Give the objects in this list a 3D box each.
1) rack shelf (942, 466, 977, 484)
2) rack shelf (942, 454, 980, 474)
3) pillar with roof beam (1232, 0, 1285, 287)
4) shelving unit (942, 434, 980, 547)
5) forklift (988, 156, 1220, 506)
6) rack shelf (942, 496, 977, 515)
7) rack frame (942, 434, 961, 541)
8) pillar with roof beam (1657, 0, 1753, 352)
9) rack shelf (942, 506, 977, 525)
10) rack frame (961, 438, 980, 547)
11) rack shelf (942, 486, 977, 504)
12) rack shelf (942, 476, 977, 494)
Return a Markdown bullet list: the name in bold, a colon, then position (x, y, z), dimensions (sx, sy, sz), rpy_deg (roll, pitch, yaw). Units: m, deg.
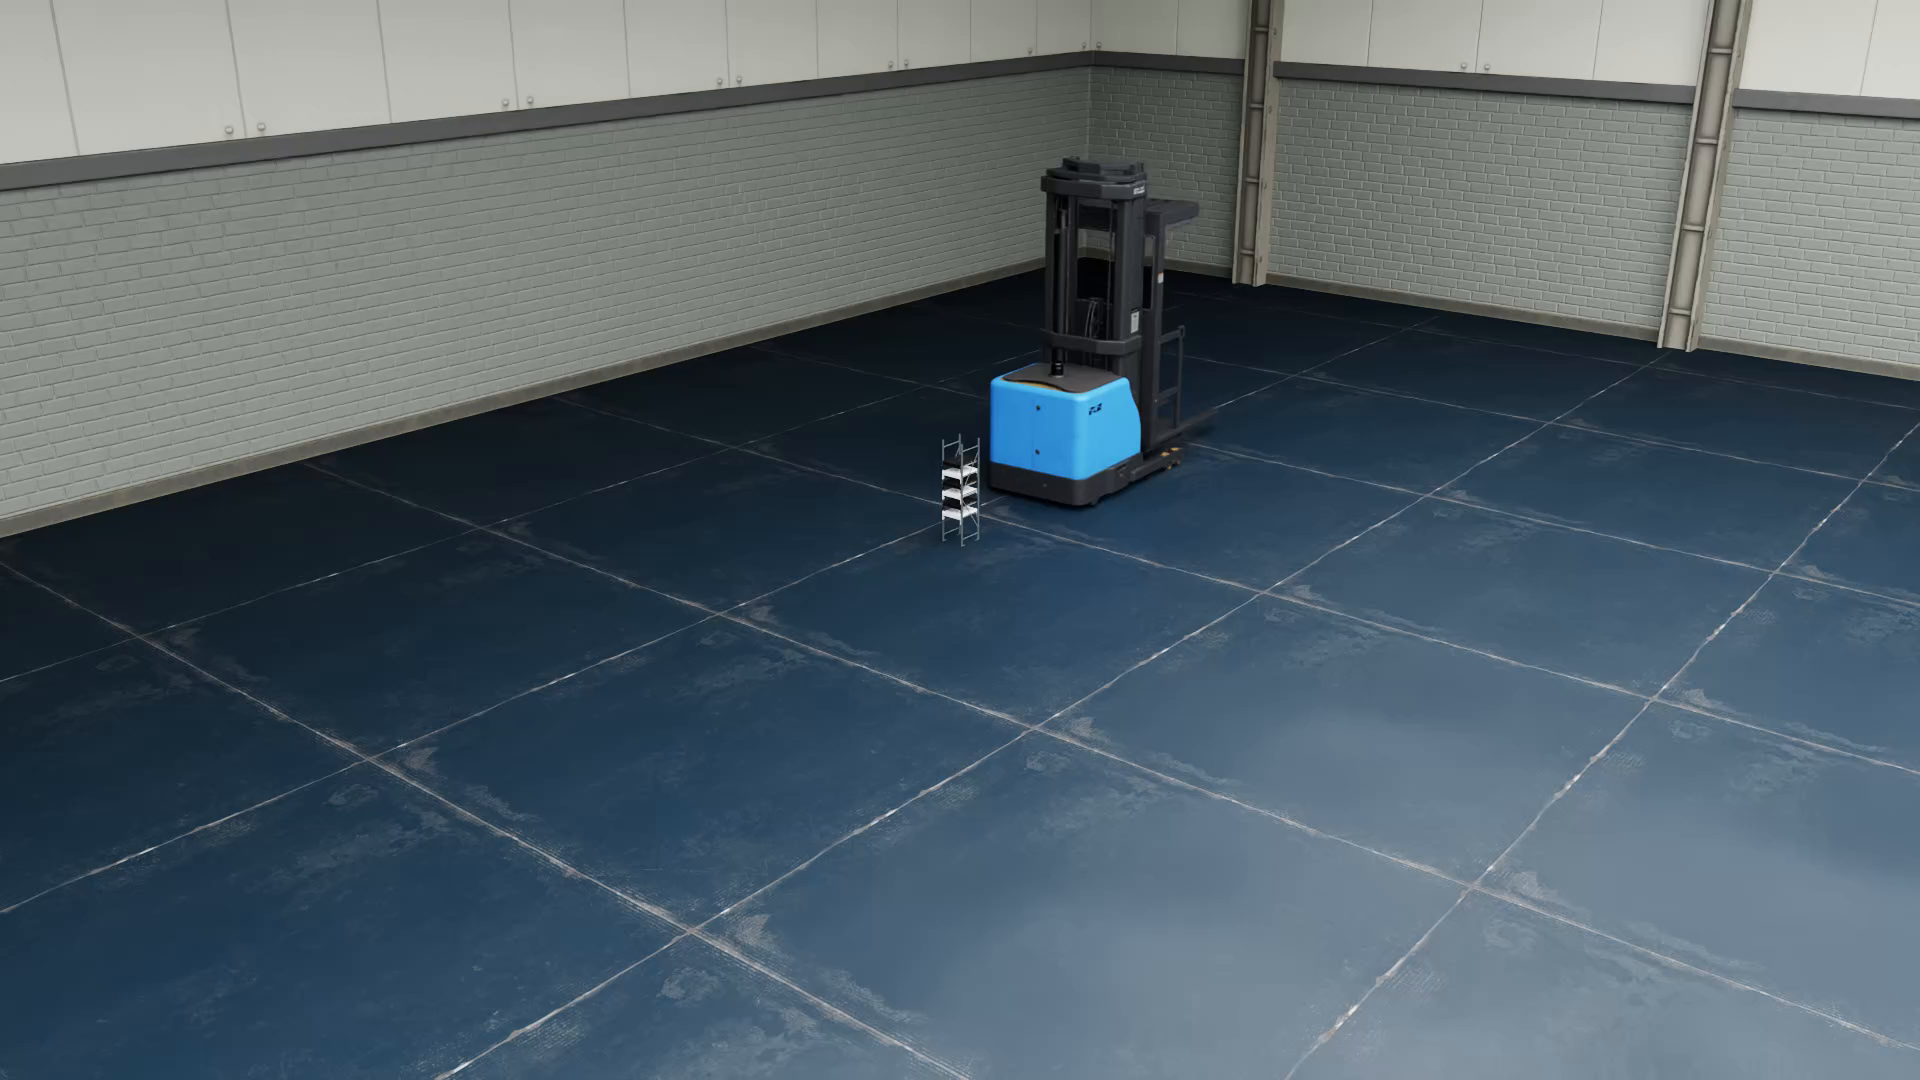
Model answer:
- **rack shelf**: position (0.006, -0.556, 13.953), dimensions (0.200, 0.077, 0.258), rpy_deg (16, 26, 36)
- **rack shelf**: position (0.006, -0.641, 13.921), dimensions (0.200, 0.077, 0.258), rpy_deg (16, 26, 36)
- **pillar with roof beam**: position (1.449, -6.742, 19.292), dimensions (0.400, 9.000, 9.100), rpy_deg (16, 26, 36)
- **shelving unit**: position (0.006, -0.419, 14.005), dimensions (0.210, 0.900, 0.258), rpy_deg (16, 26, 36)
- **forklift**: position (1.522, -2.136, 15.677), dimensions (1.130, 2.935, 3.031), rpy_deg (14, 25, 33)
- **rack shelf**: position (0.006, -0.304, 14.048), dimensions (0.200, 0.077, 0.258), rpy_deg (16, 26, 36)
- **rack frame**: position (-0.072, -0.442, 14.065), dimensions (0.006, 0.900, 0.240), rpy_deg (16, 26, 36)
- **pillar with roof beam**: position (6.098, -5.403, 15.742), dimensions (0.400, 9.000, 9.100), rpy_deg (16, 26, 36)
- **rack shelf**: position (0.006, -0.220, 14.080), dimensions (0.200, 0.077, 0.258), rpy_deg (16, 26, 36)
- **rack frame**: position (0.085, -0.397, 13.944), dimensions (0.006, 0.900, 0.240), rpy_deg (16, 26, 36)
- **rack shelf**: position (0.006, -0.388, 14.016), dimensions (0.200, 0.077, 0.258), rpy_deg (16, 26, 36)
- **rack shelf**: position (0.006, -0.472, 13.985), dimensions (0.200, 0.077, 0.258), rpy_deg (16, 26, 36)
